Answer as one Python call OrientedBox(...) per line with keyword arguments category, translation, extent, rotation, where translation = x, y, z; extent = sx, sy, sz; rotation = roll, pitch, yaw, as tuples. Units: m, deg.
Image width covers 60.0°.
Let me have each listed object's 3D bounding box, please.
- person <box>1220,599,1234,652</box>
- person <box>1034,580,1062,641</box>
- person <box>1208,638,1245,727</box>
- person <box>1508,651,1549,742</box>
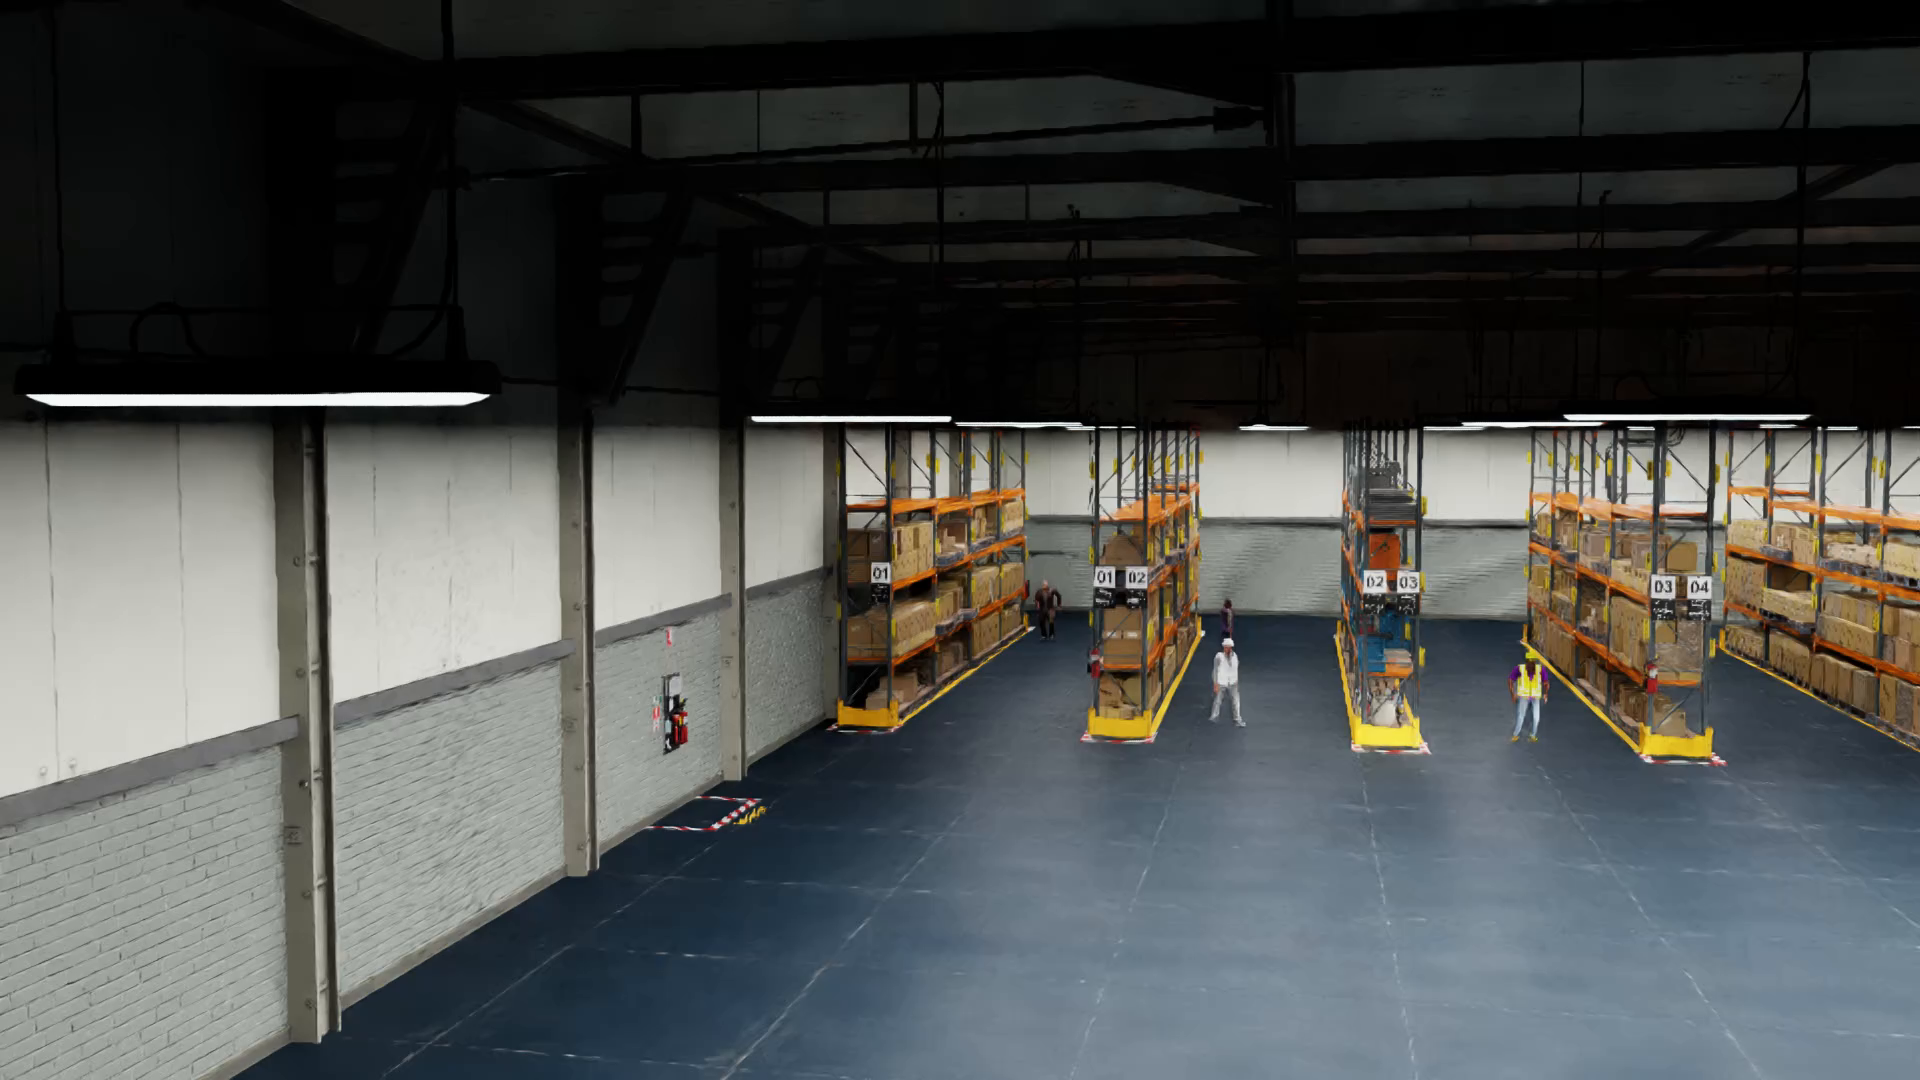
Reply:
OrientedBox(category="person", translation=(6.581, 2.250, 40.952), extent=(0.347, 1.600, 0.532), rotation=(-1, 4, -9))
OrientedBox(category="person", translation=(2.375, 1.931, 45.417), extent=(0.718, 1.704, 0.845), rotation=(1, 4, 16))
OrientedBox(category="person", translation=(5.195, 2.762, 32.451), extent=(0.574, 1.734, 0.954), rotation=(-1, 4, -12))
OrientedBox(category="person", translation=(10.486, 2.883, 30.679), extent=(0.719, 1.714, 0.578), rotation=(1, 4, 9))
